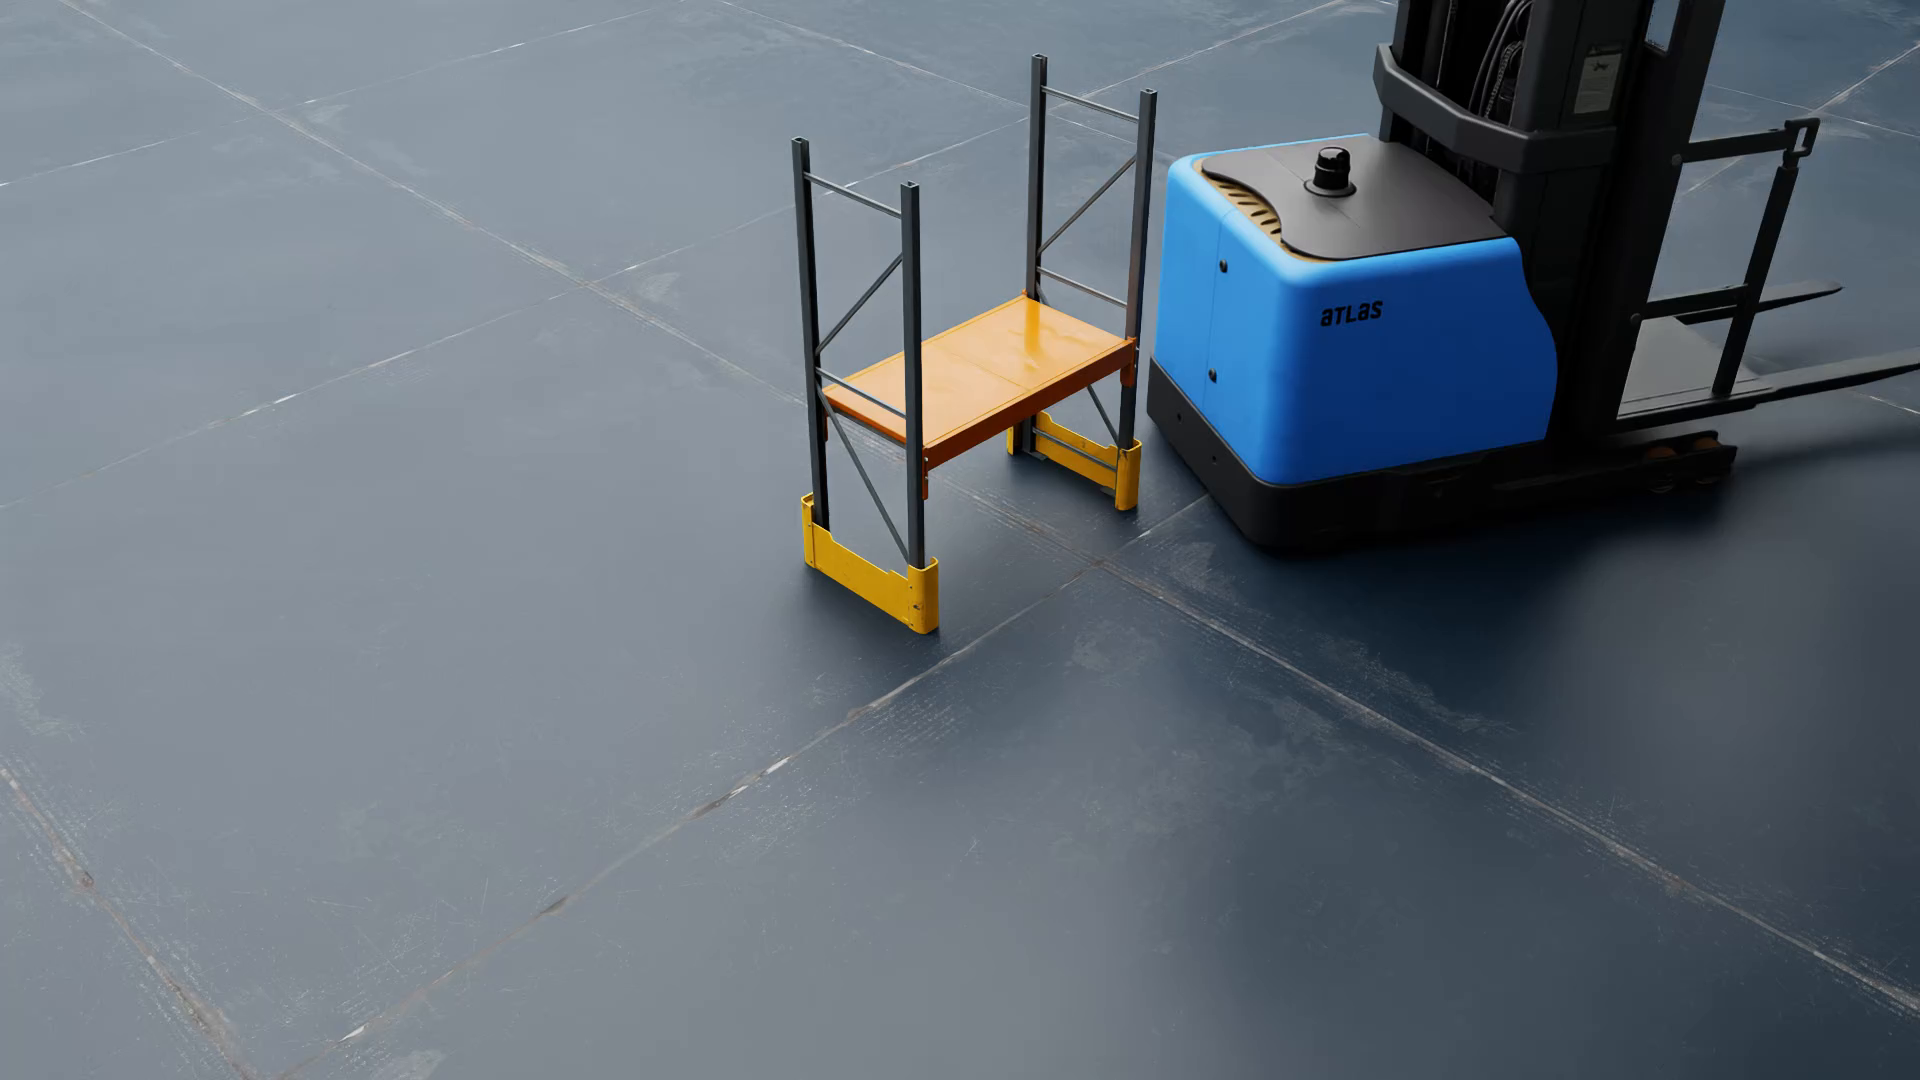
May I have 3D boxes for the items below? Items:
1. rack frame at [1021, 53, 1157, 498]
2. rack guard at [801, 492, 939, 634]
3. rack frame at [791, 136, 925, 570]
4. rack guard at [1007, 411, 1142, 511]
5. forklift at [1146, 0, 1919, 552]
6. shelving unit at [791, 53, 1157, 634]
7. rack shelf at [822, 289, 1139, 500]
[{"bbox_3d":[0.418,-0.856,5.667,0.500,1.500,0.032,30,45,35],"label":"rack frame"},{"bbox_3d":[-0.297,0.069,5.433,0.587,0.250,0.087,30,45,35],"label":"rack guard"},{"bbox_3d":[-0.298,-0.443,5.075,0.500,1.500,0.032,30,45,35],"label":"rack frame"},{"bbox_3d":[0.405,-0.336,6.013,0.587,0.250,0.087,30,45,35],"label":"rack guard"},{"bbox_3d":[2.284,-1.650,5.554,3.031,2.935,1.130,-10,36,-14],"label":"forklift"},{"bbox_3d":[0.054,-0.646,5.365,0.587,1.500,1.083,30,45,35],"label":"shelving unit"},{"bbox_3d":[0.060,-0.502,5.474,0.538,0.185,1.000,30,45,35],"label":"rack shelf"}]
